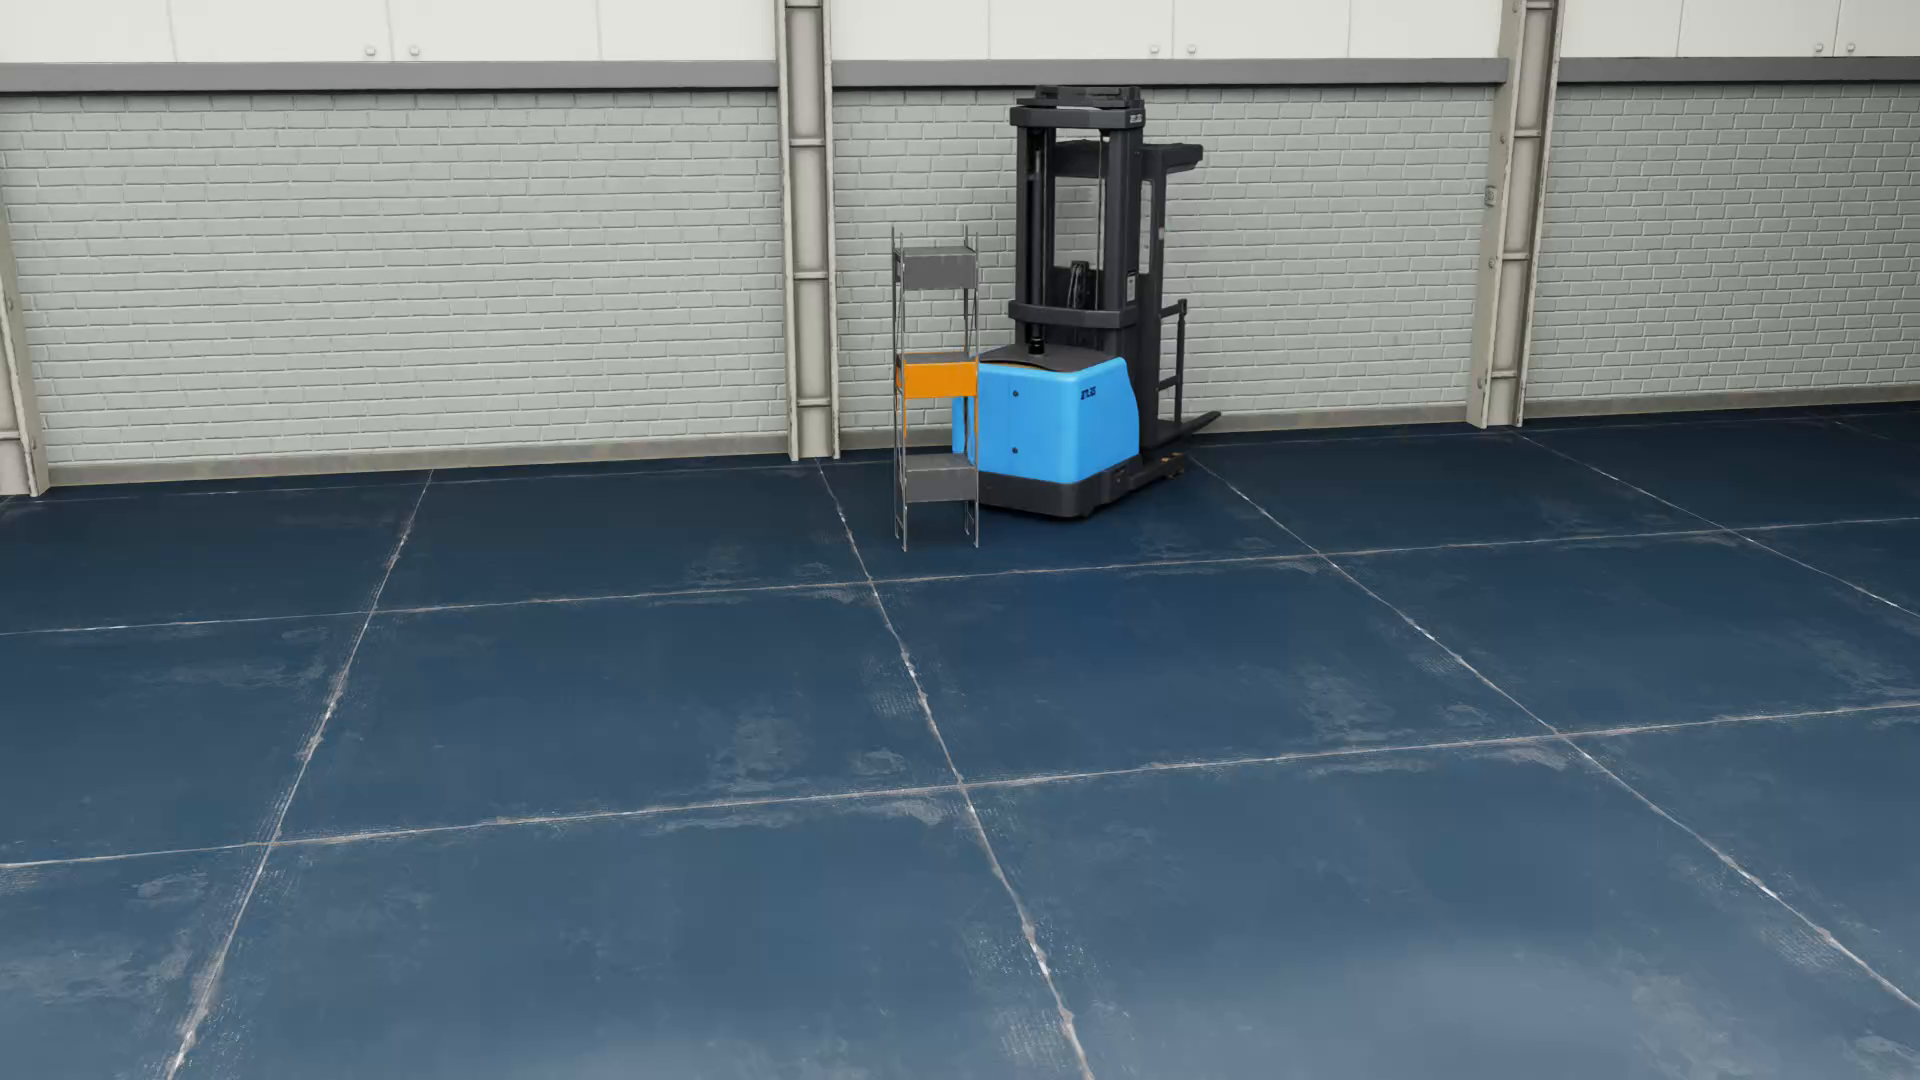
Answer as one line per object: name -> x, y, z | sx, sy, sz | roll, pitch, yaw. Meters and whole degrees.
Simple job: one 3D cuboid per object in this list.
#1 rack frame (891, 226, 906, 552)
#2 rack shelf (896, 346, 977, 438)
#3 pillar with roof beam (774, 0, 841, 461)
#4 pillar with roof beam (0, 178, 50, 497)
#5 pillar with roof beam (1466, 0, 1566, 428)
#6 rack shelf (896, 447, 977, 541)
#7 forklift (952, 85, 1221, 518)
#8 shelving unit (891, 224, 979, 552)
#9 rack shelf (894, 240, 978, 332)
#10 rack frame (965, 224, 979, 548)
rack frame -> -0.402, -0.981, 10.929 | 0.015, 2.100, 0.400 | -3, 17, -10
rack shelf -> -0.163, -0.981, 10.978 | 0.480, 0.518, 0.431 | -3, 17, -10
pillar with roof beam -> -0.375, -3.754, 8.209 | 0.400, 9.000, 9.100 | -3, 17, -10
pillar with roof beam -> -6.266, -3.420, 7.121 | 0.400, 9.000, 9.100 | -3, 17, -10
pillar with roof beam -> 5.516, -4.089, 9.297 | 0.400, 9.000, 9.100 | -3, 17, -10
rack shelf -> -0.163, -0.312, 11.183 | 0.480, 0.518, 0.431 | -3, 17, -10
forklift -> 1.130, -1.937, 12.627 | 1.130, 2.935, 3.031 | 10, 20, 30
shelving unit -> -0.163, -0.995, 10.974 | 0.503, 2.100, 0.431 | -3, 17, -10
rack shelf -> -0.163, -1.651, 10.772 | 0.480, 0.518, 0.431 | -3, 17, -10
rack frame -> 0.077, -1.008, 11.018 | 0.015, 2.100, 0.400 | -3, 17, -10
